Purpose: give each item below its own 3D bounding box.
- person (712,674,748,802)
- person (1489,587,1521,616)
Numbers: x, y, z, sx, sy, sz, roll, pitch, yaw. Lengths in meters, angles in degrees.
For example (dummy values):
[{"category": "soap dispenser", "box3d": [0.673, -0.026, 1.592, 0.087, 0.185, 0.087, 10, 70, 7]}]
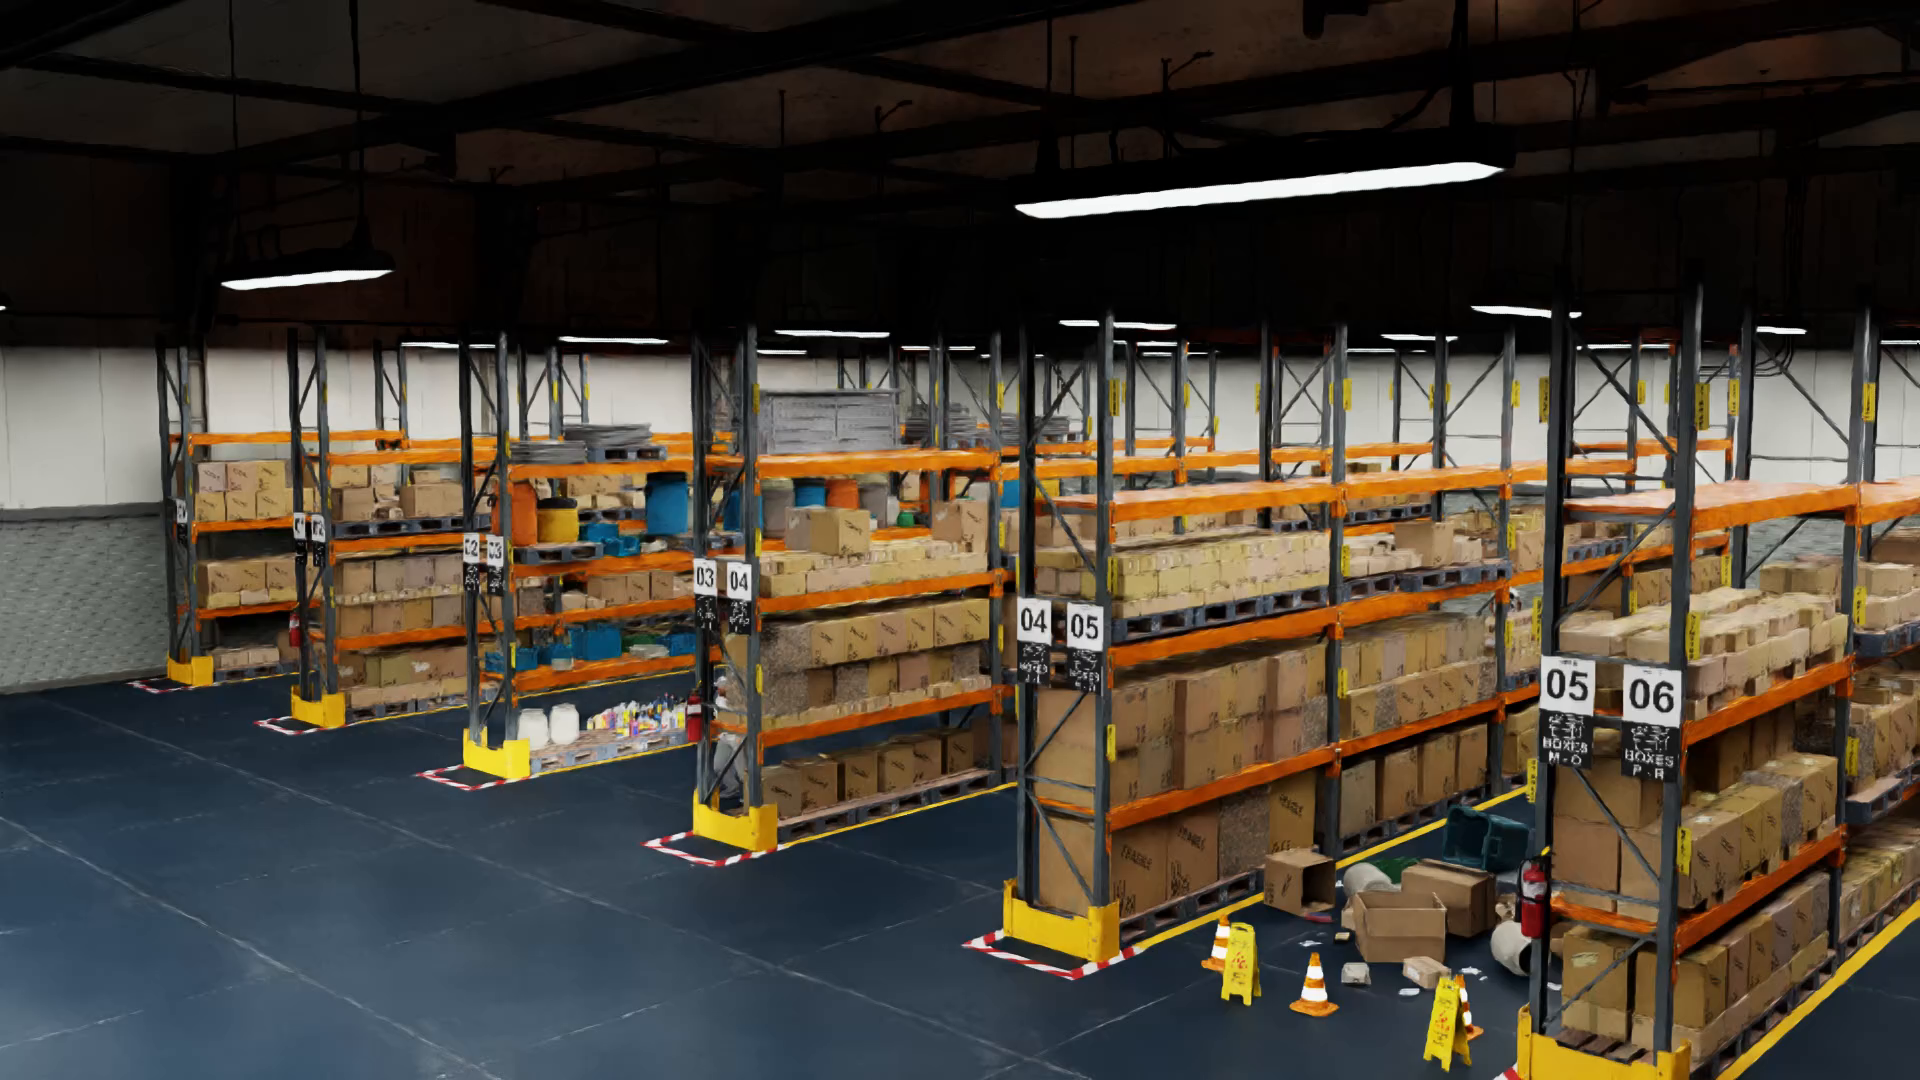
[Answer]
[{"category": "person", "box3d": [-2.817, 2.442, 20.562, 0.625, 1.611, 0.575, 5, 7, 41]}, {"category": "person", "box3d": [10.224, 1.436, 31.095, 0.621, 1.606, 0.827, 3, 6, 26]}]
